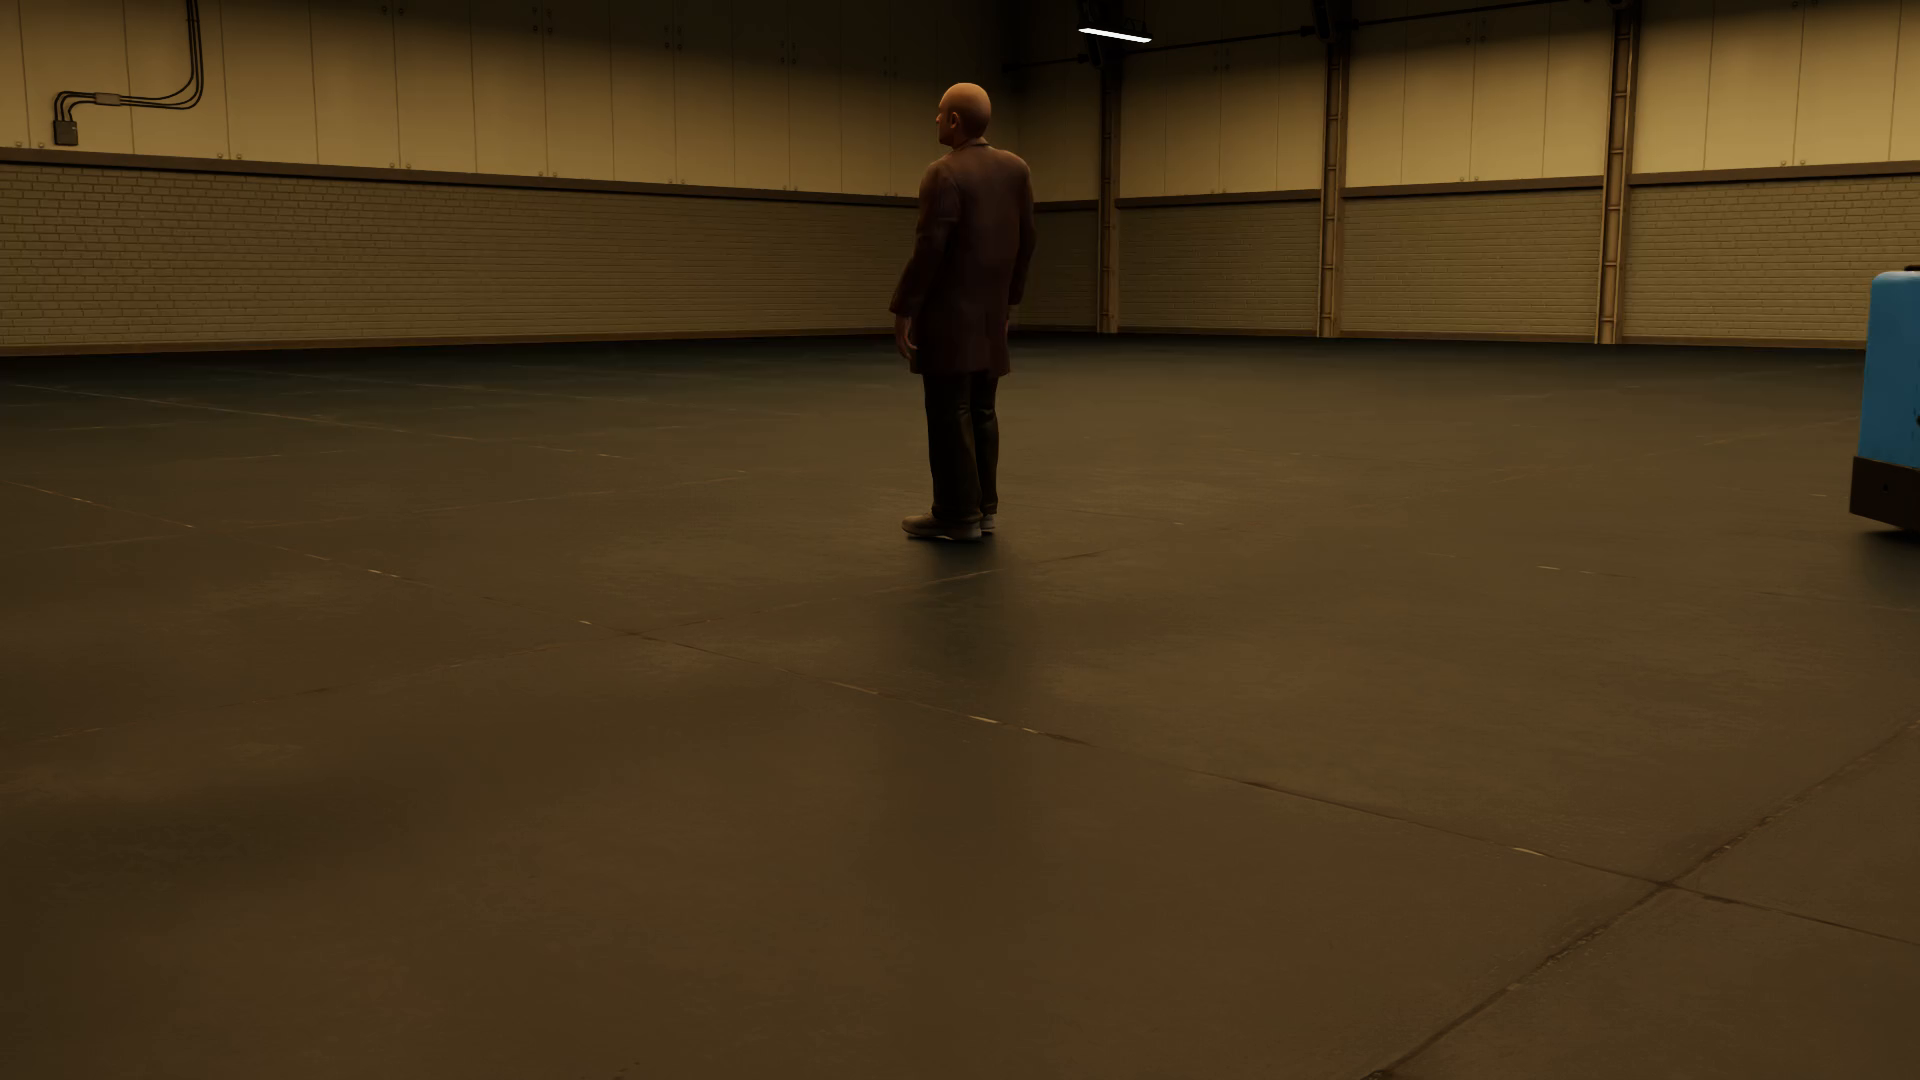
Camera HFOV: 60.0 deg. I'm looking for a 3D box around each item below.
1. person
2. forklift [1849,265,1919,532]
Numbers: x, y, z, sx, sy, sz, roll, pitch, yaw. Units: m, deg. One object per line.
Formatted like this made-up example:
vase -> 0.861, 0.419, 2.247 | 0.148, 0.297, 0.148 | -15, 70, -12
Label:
person -> -0.062, -0.896, 6.650 | 0.582, 1.776, 0.696 | 8, 12, 43
forklift -> 5.226, -1.414, 6.265 | 3.031, 2.935, 1.130 | 0, 9, 3
